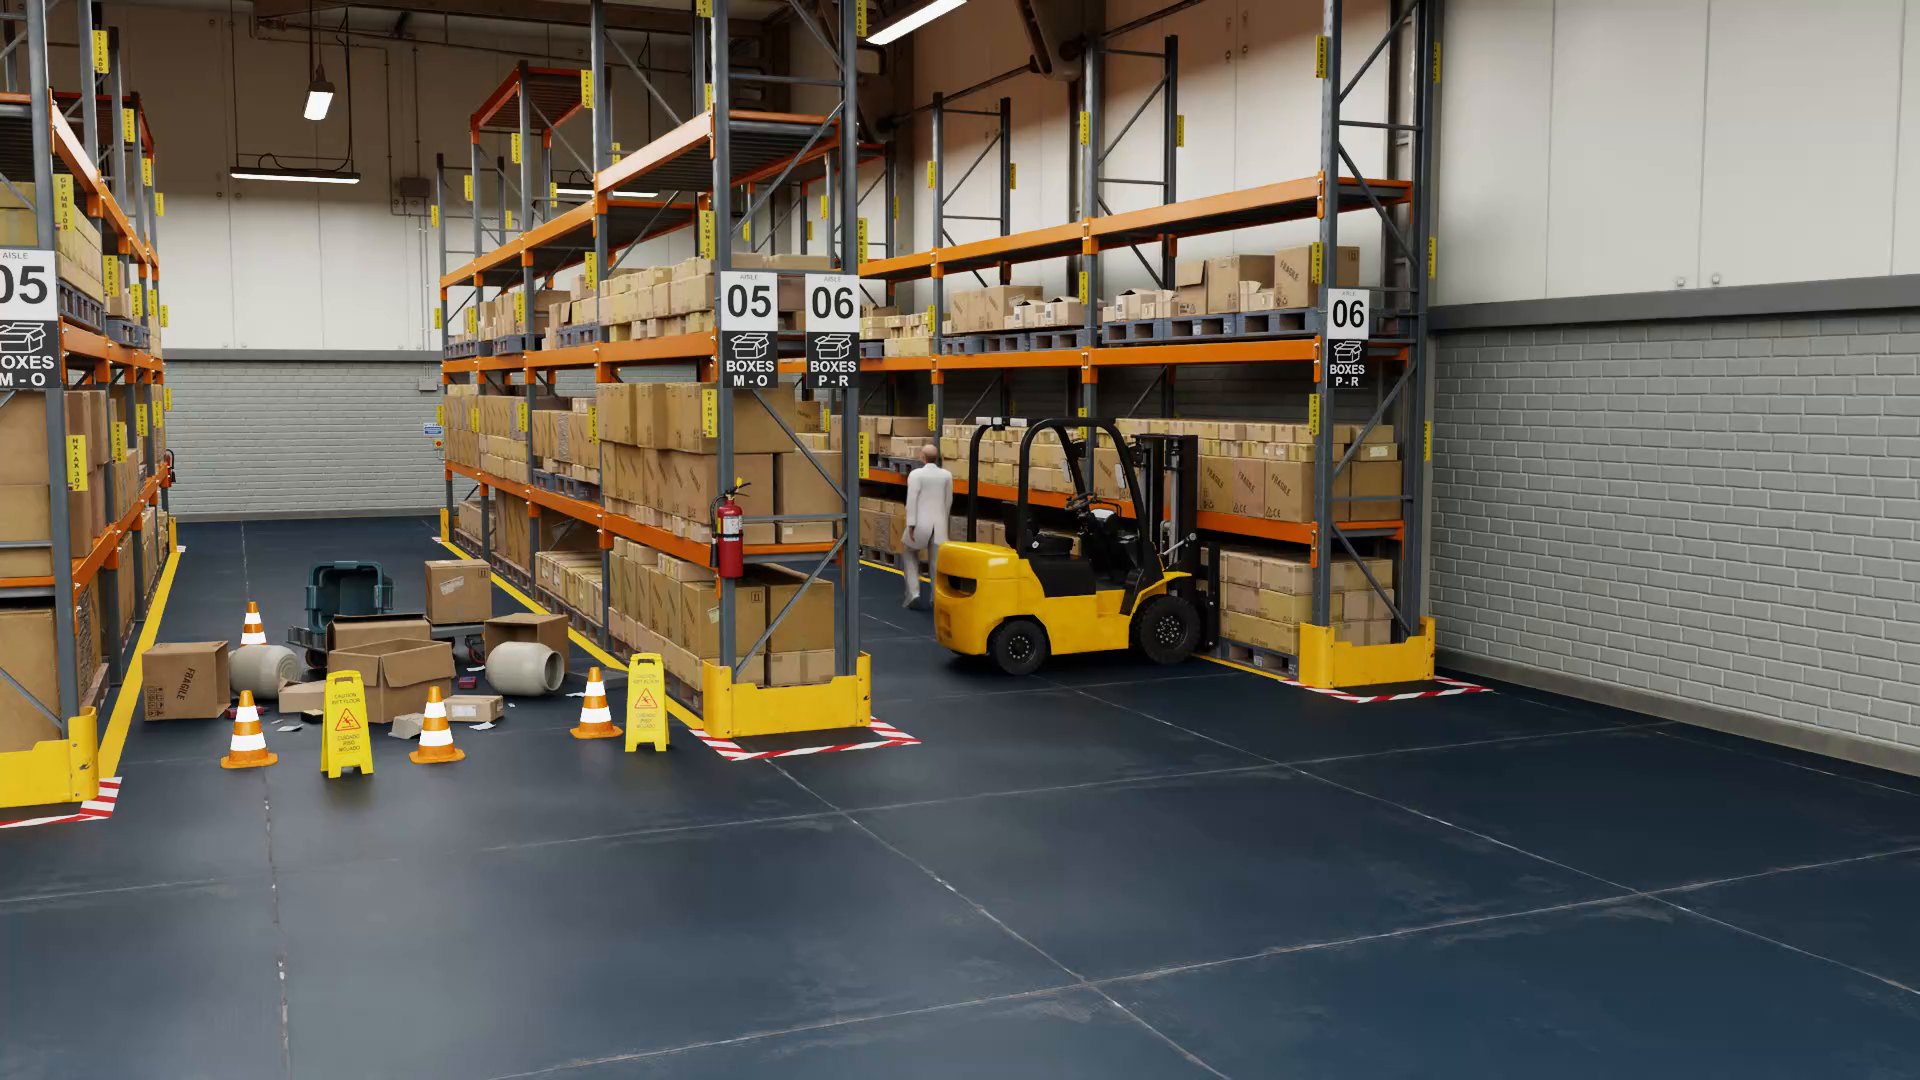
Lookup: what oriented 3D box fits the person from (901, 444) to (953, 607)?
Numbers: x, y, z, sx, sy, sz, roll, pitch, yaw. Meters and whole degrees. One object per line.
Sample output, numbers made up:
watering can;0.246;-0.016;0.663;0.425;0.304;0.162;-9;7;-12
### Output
person;-0.351;-0.118;18.118;0.590;1.846;0.660;-2;6;-22
